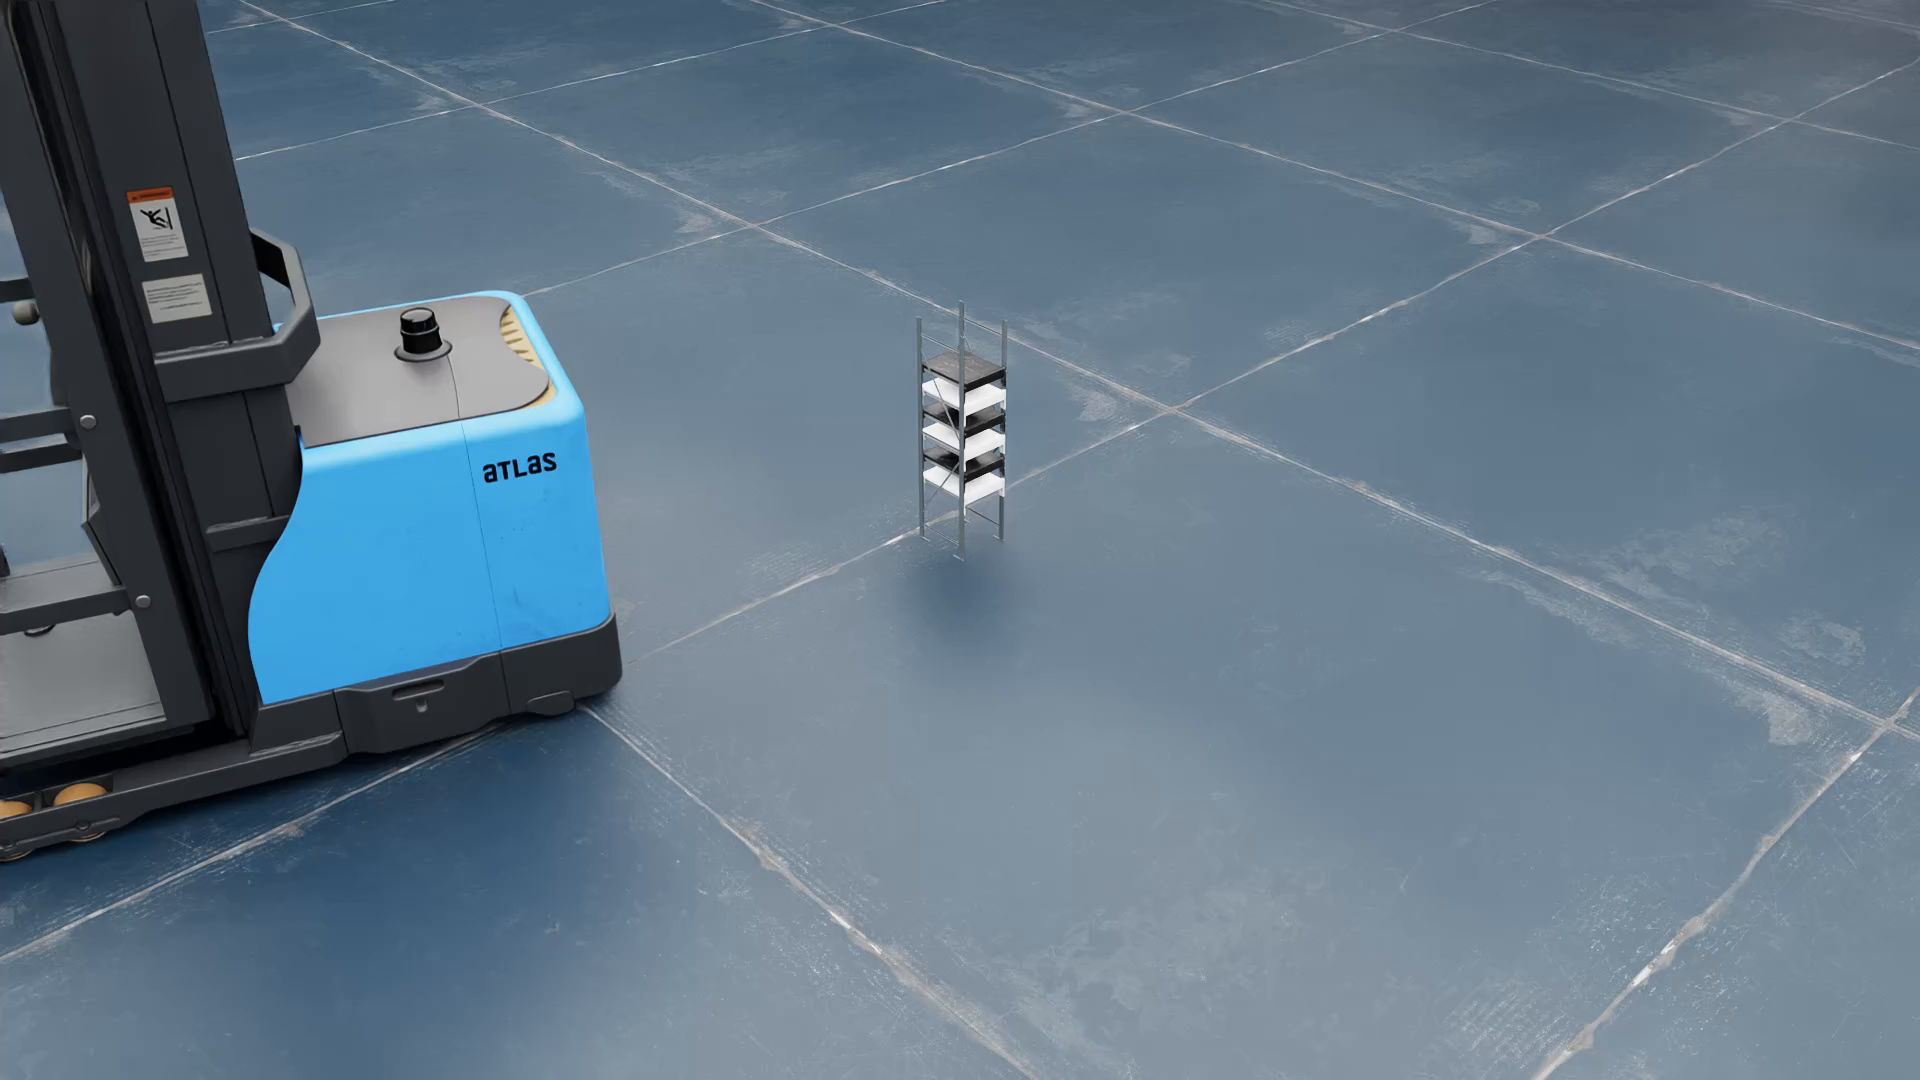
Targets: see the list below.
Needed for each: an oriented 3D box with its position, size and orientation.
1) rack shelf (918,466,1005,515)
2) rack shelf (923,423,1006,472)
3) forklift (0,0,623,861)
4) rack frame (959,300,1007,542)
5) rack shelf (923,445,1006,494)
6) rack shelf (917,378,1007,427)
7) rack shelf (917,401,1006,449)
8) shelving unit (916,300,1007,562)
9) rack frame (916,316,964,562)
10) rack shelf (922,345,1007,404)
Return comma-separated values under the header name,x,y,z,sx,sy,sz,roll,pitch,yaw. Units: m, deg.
name,x,y,z,sx,sy,sz,roll,pitch,yaw
rack shelf,0.006,-0.205,6.131,0.200,0.077,0.258,-26,40,-35
rack shelf,0.006,-0.358,6.037,0.200,0.077,0.258,-26,40,-35
forklift,-2.658,-0.650,4.503,3.031,2.935,1.130,-13,34,-20
rack frame,0.081,-0.423,6.079,0.006,0.900,0.240,-26,40,-35
rack shelf,0.006,-0.282,6.084,0.200,0.077,0.258,-26,40,-35
rack shelf,0.006,-0.512,5.943,0.200,0.077,0.258,-26,40,-35
rack shelf,0.006,-0.435,5.990,0.200,0.077,0.258,-26,40,-35
shelving unit,0.006,-0.387,6.020,0.210,0.900,0.258,-26,40,-35
rack frame,-0.069,-0.351,5.961,0.006,0.900,0.240,-26,40,-35
rack shelf,0.006,-0.589,5.896,0.200,0.077,0.258,-26,40,-35
